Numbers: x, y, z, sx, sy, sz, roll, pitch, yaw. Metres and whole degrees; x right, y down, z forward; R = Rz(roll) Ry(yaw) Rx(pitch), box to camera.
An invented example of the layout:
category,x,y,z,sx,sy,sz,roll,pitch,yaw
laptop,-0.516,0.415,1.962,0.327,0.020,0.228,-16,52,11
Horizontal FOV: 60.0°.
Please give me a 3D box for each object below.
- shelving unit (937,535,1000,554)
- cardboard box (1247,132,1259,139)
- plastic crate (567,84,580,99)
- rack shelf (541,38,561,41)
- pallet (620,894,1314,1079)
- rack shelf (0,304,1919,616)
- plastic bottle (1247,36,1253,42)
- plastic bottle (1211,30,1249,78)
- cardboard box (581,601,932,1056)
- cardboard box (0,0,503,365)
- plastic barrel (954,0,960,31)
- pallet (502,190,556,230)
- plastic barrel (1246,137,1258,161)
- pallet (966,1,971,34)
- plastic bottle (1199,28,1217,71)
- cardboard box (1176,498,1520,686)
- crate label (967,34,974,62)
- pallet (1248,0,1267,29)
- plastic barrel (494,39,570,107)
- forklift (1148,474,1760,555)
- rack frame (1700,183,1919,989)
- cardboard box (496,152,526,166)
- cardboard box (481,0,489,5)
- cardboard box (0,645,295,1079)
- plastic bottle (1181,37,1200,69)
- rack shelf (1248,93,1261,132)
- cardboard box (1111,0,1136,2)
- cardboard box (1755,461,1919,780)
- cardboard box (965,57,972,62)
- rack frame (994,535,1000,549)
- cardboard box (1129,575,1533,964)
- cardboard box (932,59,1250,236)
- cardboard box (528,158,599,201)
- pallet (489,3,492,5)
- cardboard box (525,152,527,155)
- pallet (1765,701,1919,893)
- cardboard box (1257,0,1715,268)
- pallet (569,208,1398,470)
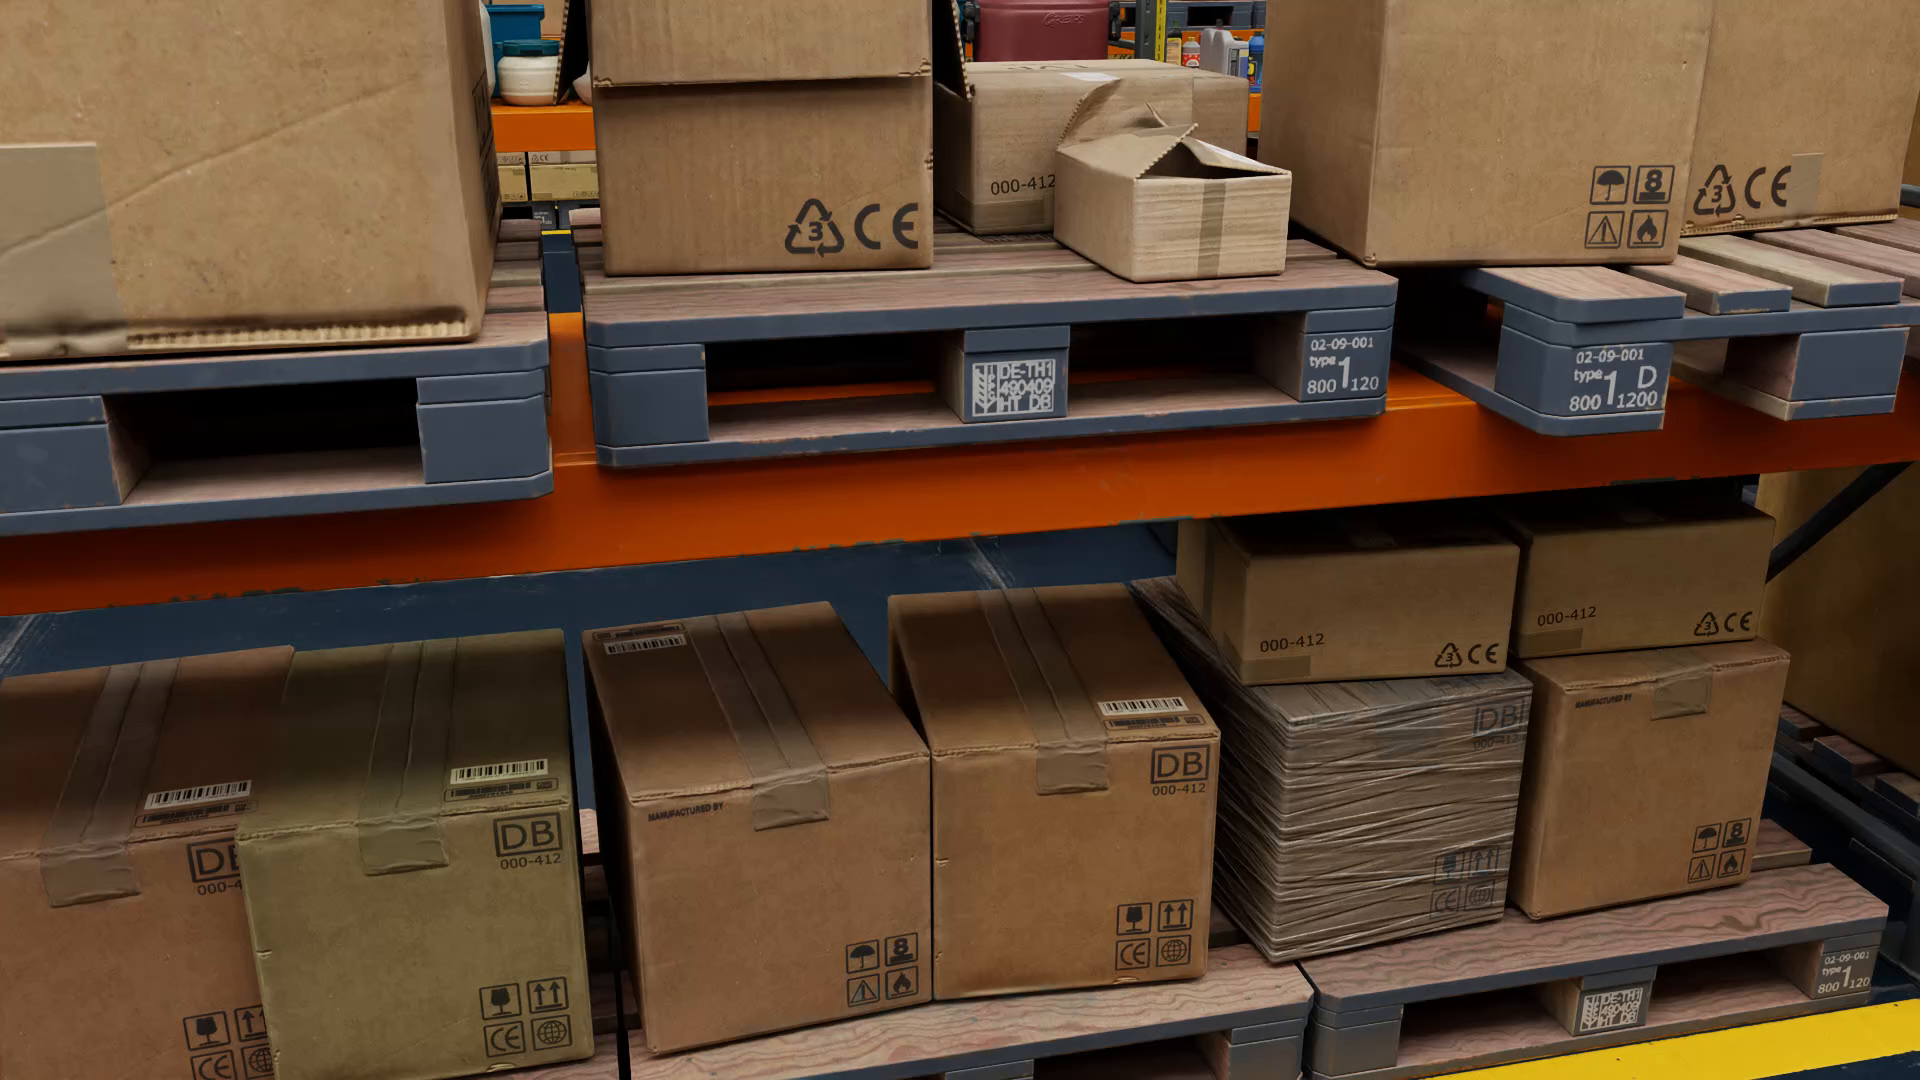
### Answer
category,x,y,z,sx,sy,sz,roll,pitch,yaw
shelving unit,0.008,-0.423,5.662,0.210,0.900,0.258,-5,21,-12
cardboard box,2.115,-3.125,12.978,0.500,0.500,0.500,-4,21,-12
plastic crate,-1.519,-2.144,7.614,0.662,0.188,0.450,-5,21,-12
rack shelf,-2.339,-3.490,12.026,4.000,0.370,1.077,-5,21,-12
pallet,-0.062,0.796,3.334,1.213,0.211,1.003,-5,21,-12
rack shelf,-0.063,-0.174,2.973,4.000,0.370,1.077,-5,21,-12
plastic bottle,1.475,-2.438,8.398,0.097,0.201,0.097,0,20,0
plastic bottle,1.239,-2.195,7.627,0.135,0.276,0.152,-5,21,-12
cardboard box,-0.394,0.497,3.092,0.500,0.500,0.700,-6,21,-17
cardboard box,-1.204,-0.848,2.286,1.000,1.000,1.000,-5,21,-12
plastic barrel,-0.208,-2.227,7.371,0.421,0.512,0.421,0,20,0
pallet,-3.577,-2.431,12.145,1.213,0.211,1.003,-5,21,-12
plastic barrel,1.216,-1.550,8.230,0.708,0.830,0.600,-5,21,-12
pallet,0.251,-3.973,12.578,1.003,0.211,1.213,-5,21,-12
plastic bottle,1.204,-2.246,7.766,0.135,0.276,0.152,-5,21,-12
cardboard box,0.724,0.054,3.211,0.500,0.250,0.500,-2,20,-6
crate label,0.247,-2.341,8.088,0.416,0.233,0.303,-5,21,-12
pallet,2.697,-4.186,13.159,1.213,0.211,1.003,-5,21,-12
plastic barrel,-1.826,-1.999,7.113,0.301,0.262,0.301,0,20,0
forklift,2.129,-1.492,5.626,3.031,2.935,1.130,-3,20,-7
rack frame,1.883,-0.670,3.282,0.127,3.000,1.000,-5,21,-12
cardboard box,-3.337,-2.826,11.740,0.500,0.311,0.500,-5,21,-13
cardboard box,-3.472,-3.737,11.851,0.258,0.266,0.396,-5,21,-14
cardboard box,-1.407,0.573,2.885,0.500,0.500,0.700,-6,21,-17
plastic bottle,1.156,-2.412,8.327,0.097,0.201,0.097,0,20,0
rack shelf,2.690,-2.148,8.364,4.000,0.370,1.077,-5,21,-12
cardboard box,1.128,-4.326,12.508,0.500,0.500,0.700,-1,20,-2
cardboard box,2.560,0.083,3.705,0.875,0.875,1.225,-6,21,-15
cardboard box,0.064,-4.913,17.381,0.750,0.750,0.750,-5,21,-13
rack frame,0.107,-0.431,5.684,0.006,0.900,0.240,-5,21,-12
cardboard box,0.699,0.405,3.341,0.500,0.500,0.700,-6,21,-17
cardboard box,0.199,-0.741,3.083,0.500,0.250,0.500,-5,21,-14
cardboard box,-2.835,-2.606,11.956,0.500,0.250,0.500,-5,21,-14
pallet,-4.652,-5.249,16.062,1.213,0.211,1.003,-5,21,-12
cardboard box,-3.452,-3.010,12.242,0.500,0.311,0.500,-4,21,-11
pallet,2.668,0.603,3.863,1.213,0.211,1.003,-5,21,-12
cardboard box,0.847,-0.780,2.827,0.500,0.500,0.700,-2,20,-4
pallet,-0.034,-0.409,2.850,1.213,0.211,1.003,-5,21,-12
